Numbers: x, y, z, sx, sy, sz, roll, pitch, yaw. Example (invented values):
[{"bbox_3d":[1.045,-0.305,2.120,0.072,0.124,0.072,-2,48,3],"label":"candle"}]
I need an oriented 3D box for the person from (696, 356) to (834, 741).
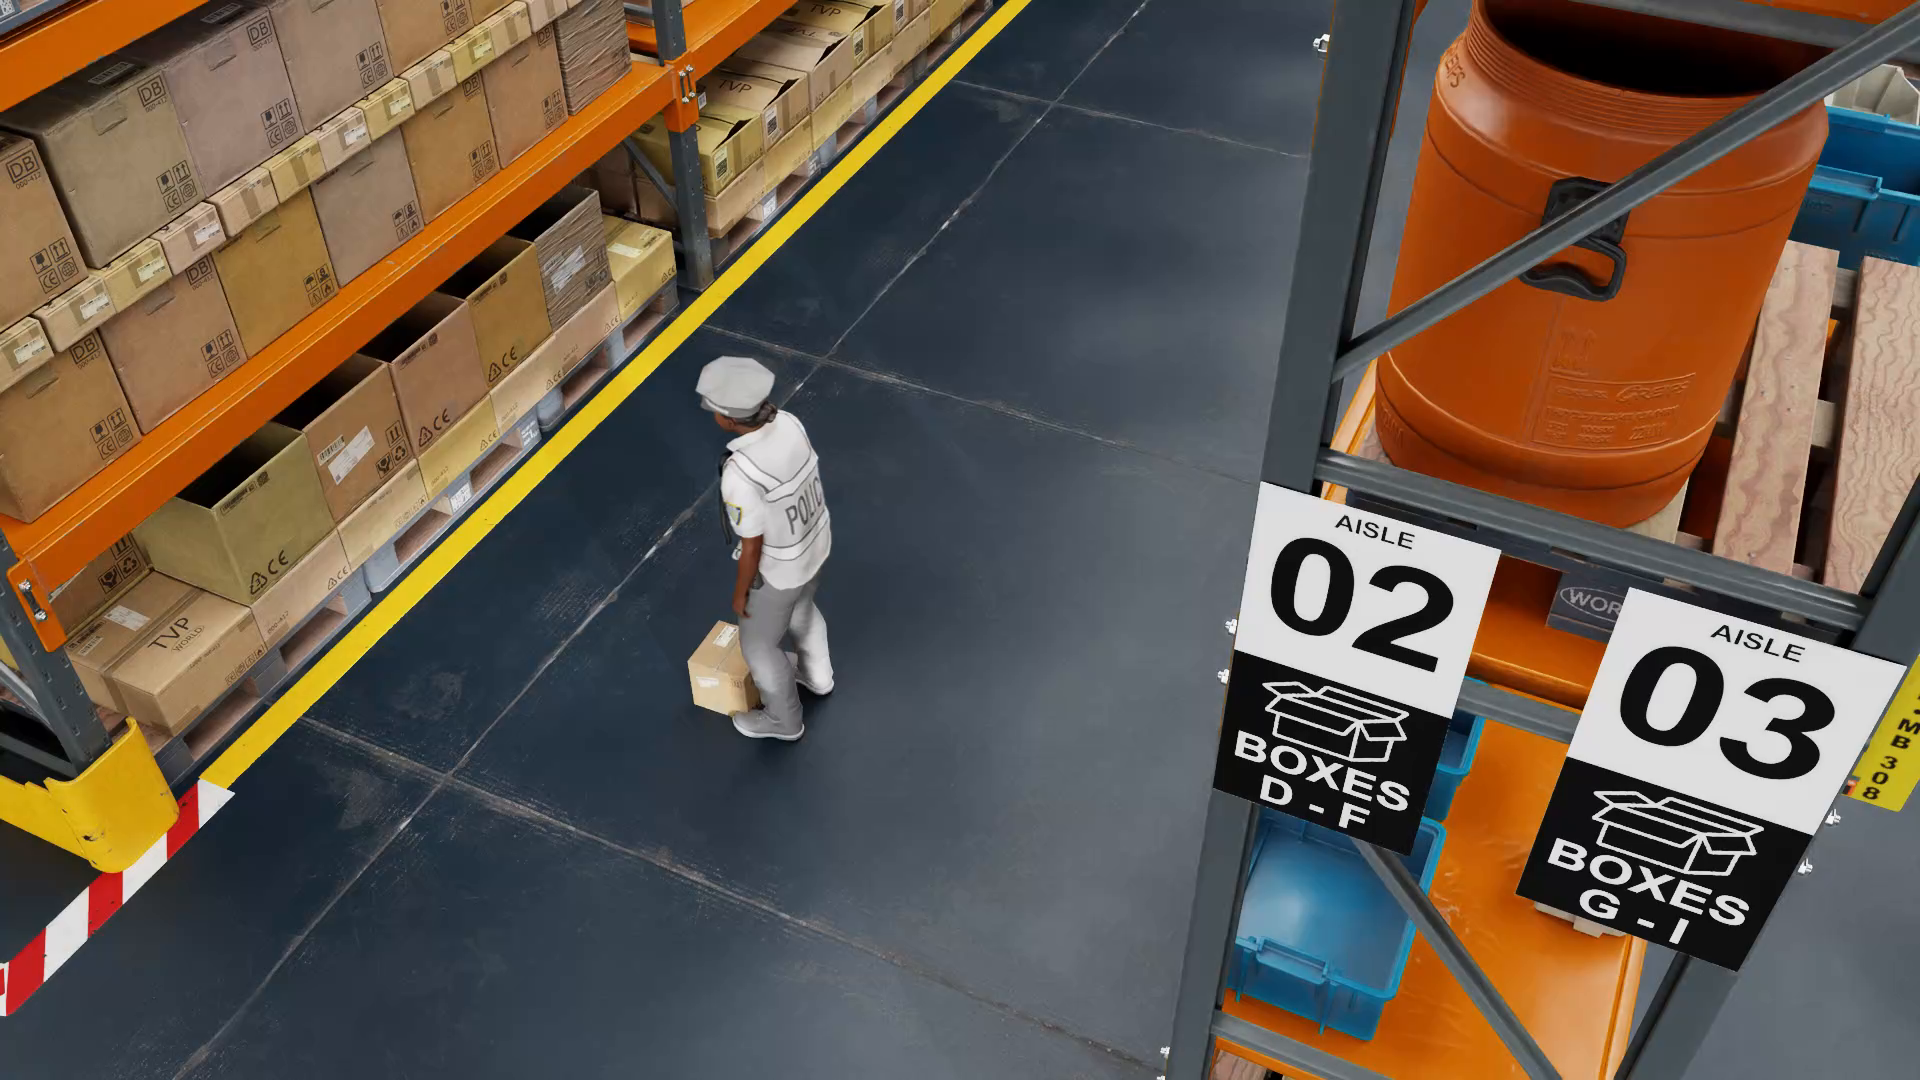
[{"bbox_3d":[-0.681,0.061,6.095,0.396,1.656,0.503,17,45,18],"label":"person"}]
